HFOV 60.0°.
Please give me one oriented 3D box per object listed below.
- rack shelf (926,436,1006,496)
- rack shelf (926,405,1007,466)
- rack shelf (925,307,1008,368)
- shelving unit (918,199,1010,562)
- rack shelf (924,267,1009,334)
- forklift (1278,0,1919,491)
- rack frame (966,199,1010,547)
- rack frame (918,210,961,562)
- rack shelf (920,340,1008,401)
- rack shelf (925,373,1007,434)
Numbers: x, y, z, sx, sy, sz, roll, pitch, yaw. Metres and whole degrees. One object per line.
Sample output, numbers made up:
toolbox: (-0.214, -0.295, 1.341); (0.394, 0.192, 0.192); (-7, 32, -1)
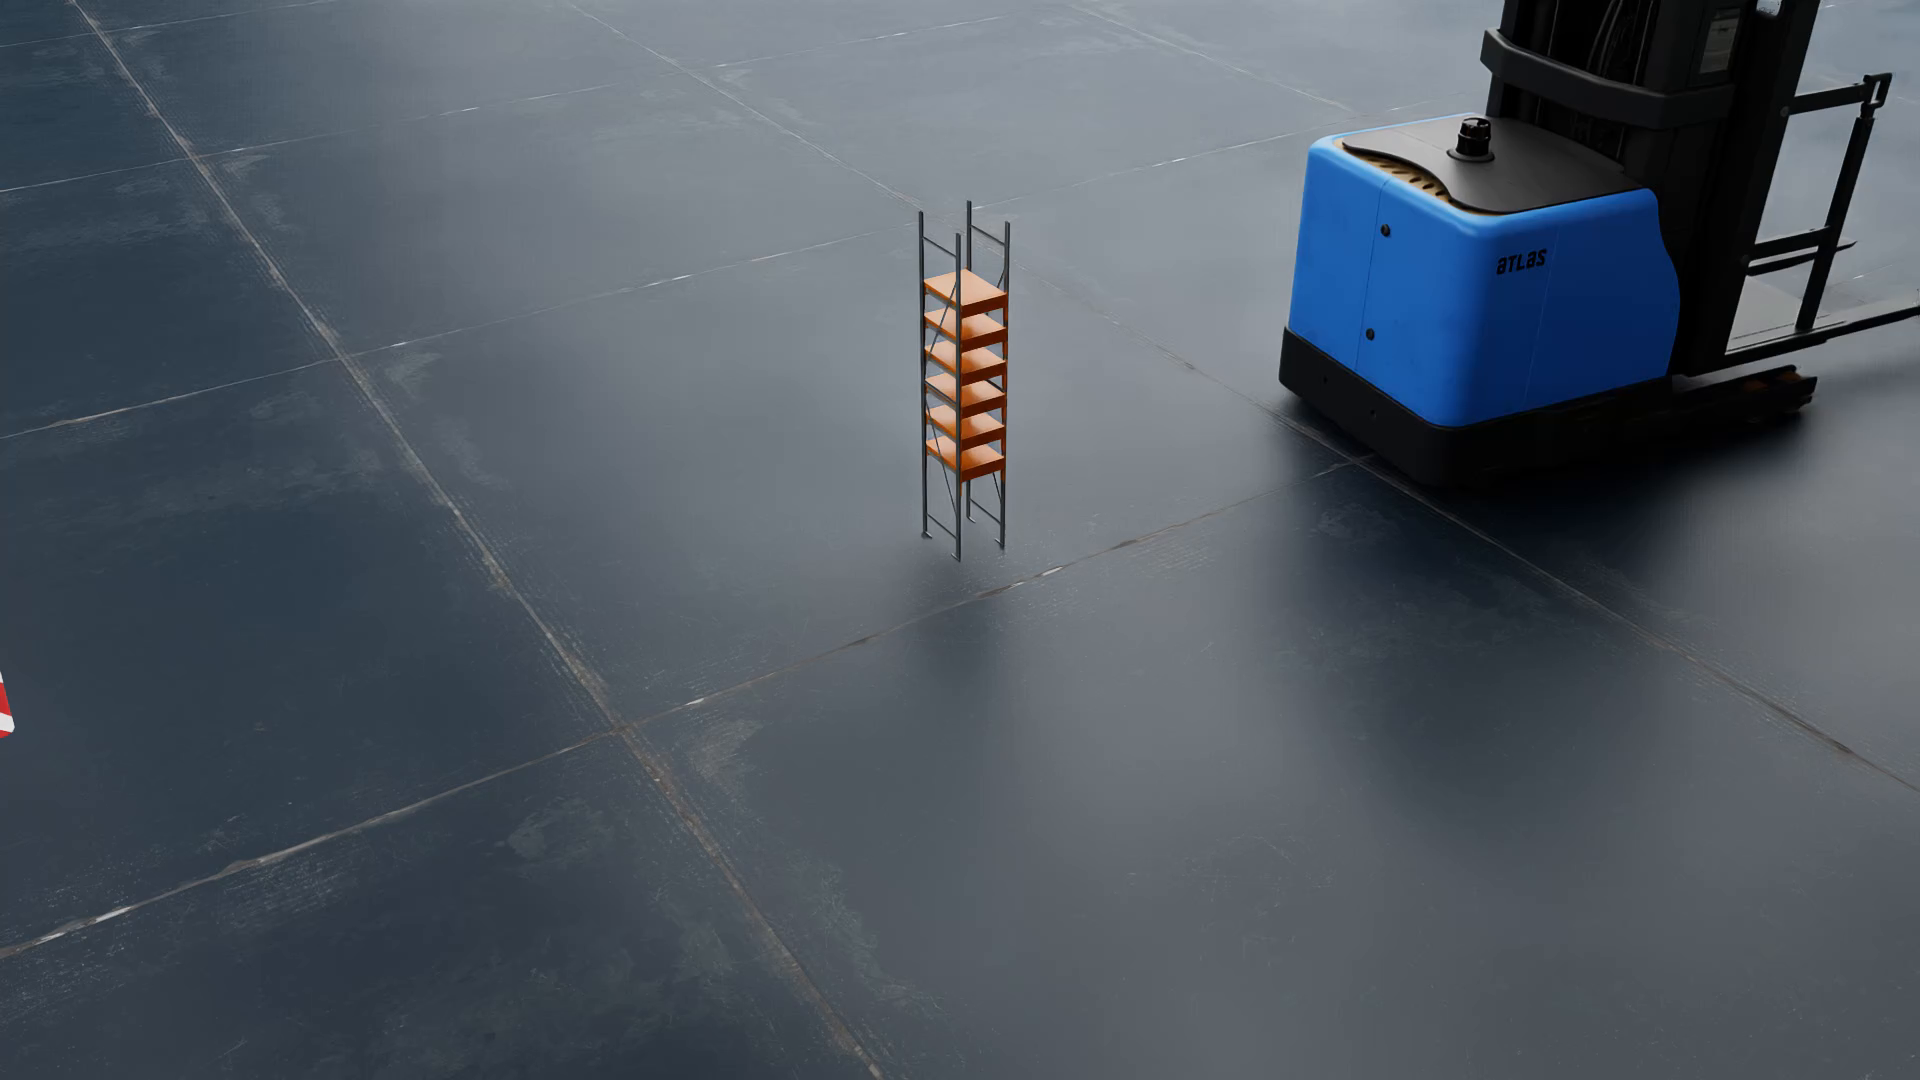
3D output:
rack shelf: (0.012, -0.271, 5.710); (0.180, 0.103, 0.258); (-19, 37, -27)
rack shelf: (0.012, -0.373, 5.646); (0.180, 0.103, 0.258); (-19, 37, -27)
rack shelf: (0.012, -0.677, 5.454); (0.180, 0.103, 0.258); (-19, 37, -27)
shelving unit: (0.012, -0.512, 5.558); (0.189, 1.200, 0.258); (-19, 37, -27)
rack shelf: (0.012, -0.779, 5.390); (0.180, 0.103, 0.258); (-19, 37, -27)
forklift: (2.856, -1.945, 6.207); (3.031, 2.935, 1.130); (-14, 35, -21)
rack frame: (0.089, -0.538, 5.600); (0.006, 1.200, 0.240); (-19, 37, -27)
rack frame: (-0.065, -0.485, 5.516); (0.006, 1.200, 0.240); (-19, 37, -27)
rack shelf: (0.012, -0.576, 5.518); (0.180, 0.103, 0.258); (-19, 37, -27)
rack shelf: (0.012, -0.474, 5.582); (0.180, 0.103, 0.258); (-19, 37, -27)
